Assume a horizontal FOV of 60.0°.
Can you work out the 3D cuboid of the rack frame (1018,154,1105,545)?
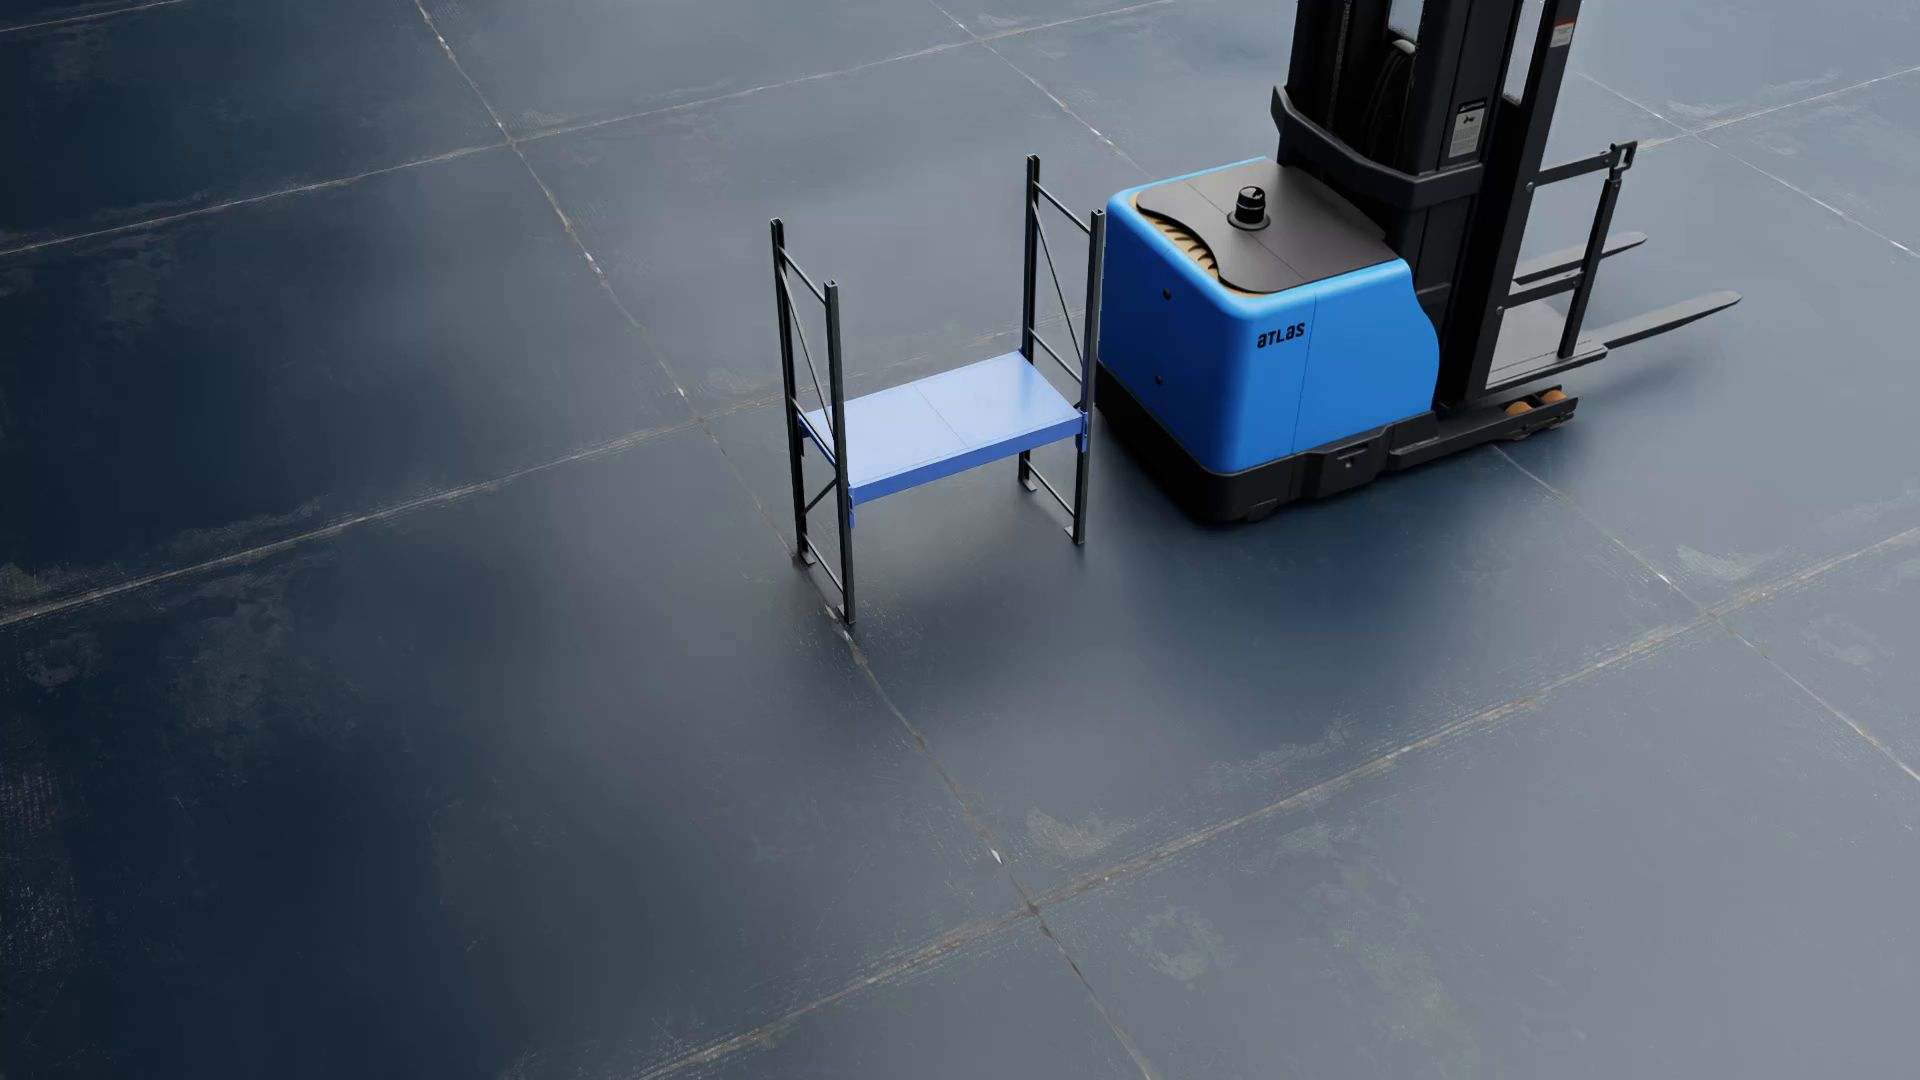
[{"bbox_3d":[0.375,-0.699,6.415,0.032,1.500,0.500,-19,44,-21],"label":"rack frame"}]

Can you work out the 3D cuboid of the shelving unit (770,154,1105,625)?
[{"bbox_3d":[-0.076,-0.547,6.235,1.048,1.500,0.538,-19,44,-21],"label":"shelving unit"}]

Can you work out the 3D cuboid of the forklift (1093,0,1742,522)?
[{"bbox_3d":[2.137,-1.845,6.661,3.031,2.935,1.130,-17,43,-20],"label":"forklift"}]

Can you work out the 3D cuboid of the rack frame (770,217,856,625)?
[{"bbox_3d":[-0.527,-0.395,6.056,0.032,1.500,0.500,-19,44,-21],"label":"rack frame"}]

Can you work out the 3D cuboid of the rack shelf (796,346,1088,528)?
[{"bbox_3d":[-0.076,-0.410,6.352,1.000,0.185,0.538,-19,44,-21],"label":"rack shelf"}]
